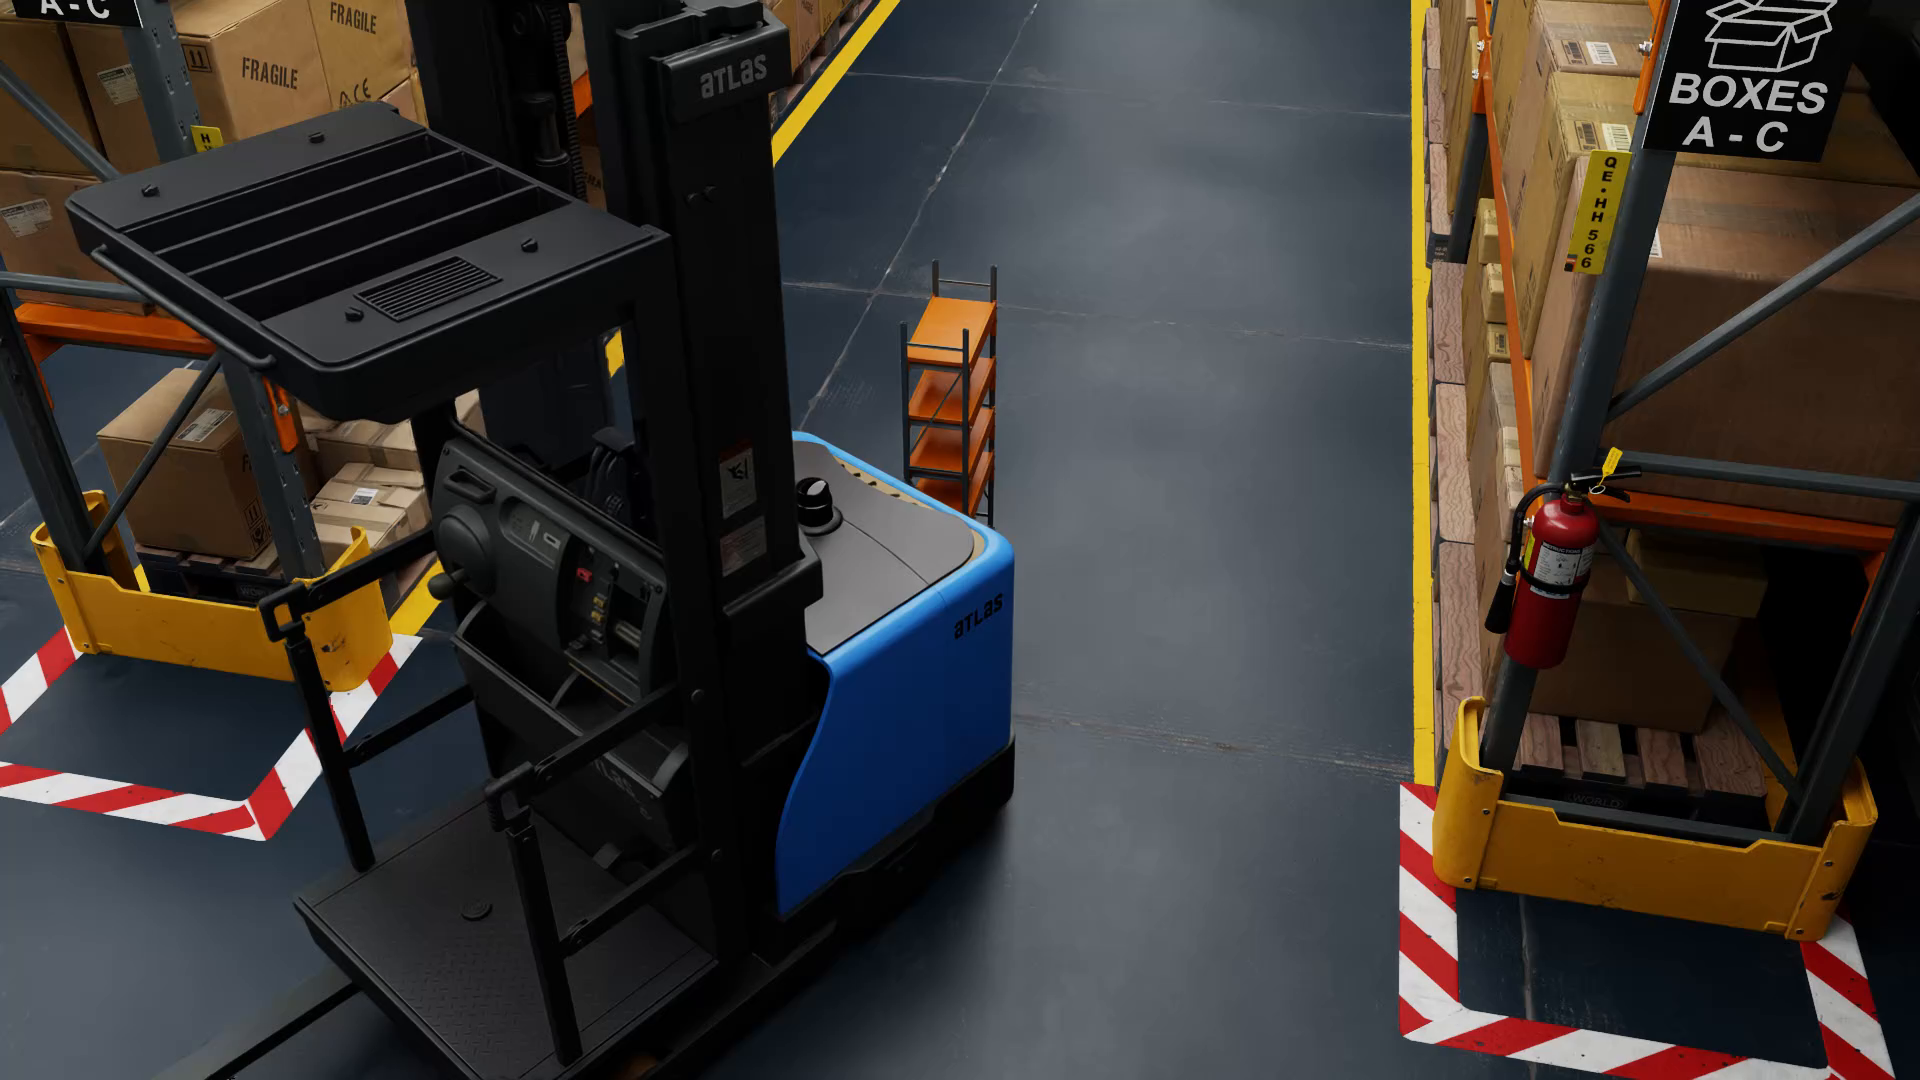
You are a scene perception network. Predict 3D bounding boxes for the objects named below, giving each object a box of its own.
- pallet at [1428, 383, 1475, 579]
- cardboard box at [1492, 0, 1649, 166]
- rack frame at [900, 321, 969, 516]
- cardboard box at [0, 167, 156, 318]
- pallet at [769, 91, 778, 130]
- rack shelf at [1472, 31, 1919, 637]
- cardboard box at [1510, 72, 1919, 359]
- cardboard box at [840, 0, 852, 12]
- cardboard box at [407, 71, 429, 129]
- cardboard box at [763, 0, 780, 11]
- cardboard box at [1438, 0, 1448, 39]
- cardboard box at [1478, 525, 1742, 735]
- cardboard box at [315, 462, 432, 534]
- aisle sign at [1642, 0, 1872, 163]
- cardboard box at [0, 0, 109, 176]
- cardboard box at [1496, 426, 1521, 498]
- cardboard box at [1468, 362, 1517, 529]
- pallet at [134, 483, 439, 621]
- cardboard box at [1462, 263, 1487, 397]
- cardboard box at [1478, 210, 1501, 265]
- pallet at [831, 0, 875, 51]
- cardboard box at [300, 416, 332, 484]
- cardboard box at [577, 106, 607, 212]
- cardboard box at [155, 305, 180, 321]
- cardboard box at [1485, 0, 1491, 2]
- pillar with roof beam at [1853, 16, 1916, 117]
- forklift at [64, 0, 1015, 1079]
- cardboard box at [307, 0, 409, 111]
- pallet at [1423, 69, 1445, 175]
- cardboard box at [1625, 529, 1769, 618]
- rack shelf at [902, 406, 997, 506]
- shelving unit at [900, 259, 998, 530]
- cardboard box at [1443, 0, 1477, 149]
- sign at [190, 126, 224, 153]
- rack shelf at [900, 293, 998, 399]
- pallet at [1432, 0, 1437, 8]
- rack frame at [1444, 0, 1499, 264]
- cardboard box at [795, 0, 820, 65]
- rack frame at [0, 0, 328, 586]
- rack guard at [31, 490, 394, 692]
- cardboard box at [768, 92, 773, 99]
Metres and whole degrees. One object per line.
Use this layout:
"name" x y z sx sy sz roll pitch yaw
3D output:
"pallet" 2.467 -0.205 6.853 1.003 0.211 1.213 7 37 10
"cardboard box" 2.671 -1.856 6.500 0.980 0.700 0.700 6 36 9
"rack frame" -0.087 -0.251 6.074 0.240 1.200 0.015 7 37 10
"cardboard box" -2.901 -1.119 5.652 0.500 0.500 0.500 8 37 11
"pallet" -1.740 -2.422 9.912 1.003 0.211 1.213 7 37 10
"rack shelf" 2.537 -1.024 6.219 1.077 0.370 4.000 7 37 10
"cardboard box" 2.353 -1.002 5.321 0.980 0.700 0.700 7 37 10
"cardboard box" -0.992 -3.974 11.432 0.500 0.500 0.500 9 37 12
"cardboard box" -2.163 -1.633 6.362 0.500 0.500 0.500 7 37 10
"cardboard box" -1.321 -3.370 9.960 0.500 0.250 0.500 7 37 10
"cardboard box" 3.533 -3.649 10.703 0.750 0.750 0.750 7 36 9
"cardboard box" 2.161 0.260 5.608 0.700 0.500 0.500 7 37 10
"cardboard box" -2.252 -0.158 6.452 0.380 0.166 0.250 7 37 10
"aisle sign" 1.801 -1.217 3.658 0.394 0.787 0.004 7 37 10
"cardboard box" -2.904 -1.522 5.357 0.500 0.500 0.500 7 37 10
"cardboard box" 2.065 -0.246 5.753 0.380 0.149 0.250 8 37 11
"cardboard box" 2.375 -0.315 6.401 0.700 0.500 0.500 6 36 8
"pallet" -2.545 -0.159 6.789 1.003 0.211 1.213 7 37 10
"cardboard box" 2.593 -0.916 7.230 0.700 0.500 0.500 7 37 9
"cardboard box" 2.453 -1.293 7.197 0.380 0.149 0.250 8 37 12
"pallet" -1.218 -3.821 11.842 1.003 0.211 1.213 7 37 10
"cardboard box" -2.681 -0.382 6.760 0.380 0.166 0.250 7 37 10
"cardboard box" -1.721 -1.884 8.549 0.500 0.500 0.500 7 37 10
"cardboard box" -2.378 -1.049 5.556 0.500 0.500 0.500 8 37 11
"cardboard box" 2.790 -2.745 8.178 0.380 0.149 0.250 8 37 11
"pillar with roof beam" -0.546 -4.921 5.871 9.100 9.000 0.400 7 37 10
"forklift" -1.190 0.130 4.073 1.130 2.935 3.031 28 45 33
"cardboard box" -2.274 -1.754 5.677 0.500 0.500 0.500 8 37 10
"pallet" 3.313 -2.486 10.000 1.003 0.211 1.213 7 37 10
"cardboard box" 2.330 0.094 5.284 0.380 0.149 0.250 8 37 10
"rack shelf" -0.035 -0.336 6.306 0.258 0.148 0.480 7 37 10
"shelving unit" -0.035 -0.391 6.267 0.258 1.200 0.503 7 37 10
"cardboard box" 3.163 -2.660 9.338 0.750 0.750 0.750 8 37 11
"sign" -2.201 -1.070 4.932 0.100 0.325 0.005 7 37 10
"rack shelf" -0.035 -0.709 6.036 0.258 0.148 0.480 7 37 10
"pallet" 3.987 -4.074 12.191 1.003 0.211 1.213 7 37 10
"rack frame" 2.964 -2.462 7.590 1.000 3.000 0.127 7 37 10
"cardboard box" -1.209 -3.376 10.607 0.500 0.500 0.500 6 36 8
"rack frame" -2.731 -0.787 5.280 1.000 3.000 0.127 7 37 10
"rack guard" -2.714 0.181 6.074 1.175 0.500 0.348 7 37 10
"cardboard box" -1.432 -2.800 9.813 0.500 0.500 0.500 8 37 11
